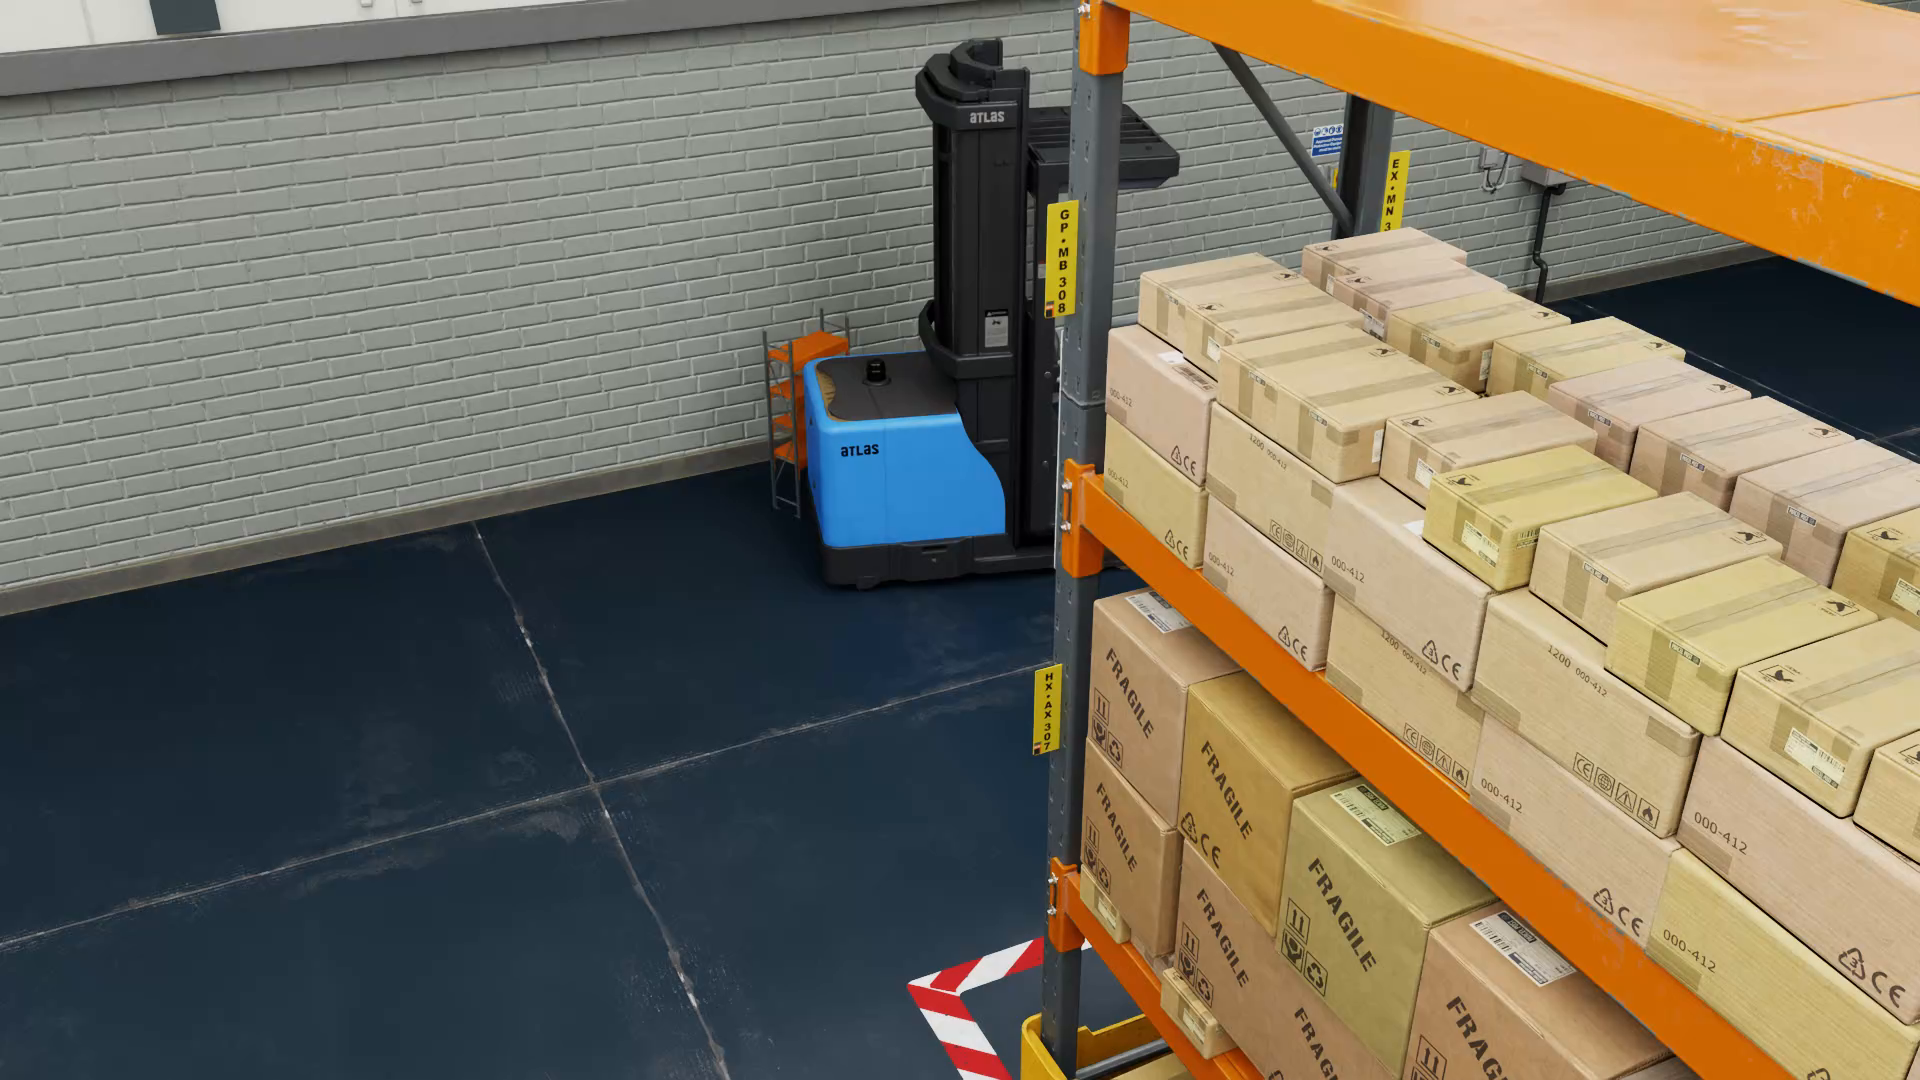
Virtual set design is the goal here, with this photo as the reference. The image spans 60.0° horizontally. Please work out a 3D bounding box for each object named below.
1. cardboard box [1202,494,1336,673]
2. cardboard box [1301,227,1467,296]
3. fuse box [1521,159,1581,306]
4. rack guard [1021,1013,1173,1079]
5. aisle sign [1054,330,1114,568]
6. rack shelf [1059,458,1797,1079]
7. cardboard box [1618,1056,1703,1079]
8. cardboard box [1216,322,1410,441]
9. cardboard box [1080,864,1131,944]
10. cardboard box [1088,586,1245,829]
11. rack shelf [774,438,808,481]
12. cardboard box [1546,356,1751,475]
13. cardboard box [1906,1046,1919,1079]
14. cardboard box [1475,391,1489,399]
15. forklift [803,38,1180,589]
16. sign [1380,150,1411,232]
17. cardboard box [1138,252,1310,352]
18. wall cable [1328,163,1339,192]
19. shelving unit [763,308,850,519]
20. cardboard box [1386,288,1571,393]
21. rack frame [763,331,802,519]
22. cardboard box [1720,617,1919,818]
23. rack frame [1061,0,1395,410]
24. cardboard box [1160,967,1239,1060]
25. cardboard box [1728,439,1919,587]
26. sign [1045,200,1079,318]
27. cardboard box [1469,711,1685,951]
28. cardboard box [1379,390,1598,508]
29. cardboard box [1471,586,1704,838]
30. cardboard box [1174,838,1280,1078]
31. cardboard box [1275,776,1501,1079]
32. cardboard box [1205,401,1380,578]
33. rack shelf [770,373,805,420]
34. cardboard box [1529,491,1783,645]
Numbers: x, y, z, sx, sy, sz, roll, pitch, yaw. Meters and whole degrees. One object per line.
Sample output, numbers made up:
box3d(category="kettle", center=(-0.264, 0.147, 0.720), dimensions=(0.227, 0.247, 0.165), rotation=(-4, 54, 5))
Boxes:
box3d(category="cardboard box", center=(0.956, 0.049, 4.156), dimensions=(0.500, 0.250, 0.500), rotation=(-12, 31, -20))
box3d(category="cardboard box", center=(1.180, -0.744, 4.650), dimensions=(0.380, 0.149, 0.250), rotation=(-13, 32, -22))
box3d(category="fuse box", center=(4.717, -2.579, 13.072), dimensions=(0.539, 1.711, 0.414), rotation=(-13, 32, -22))
box3d(category="rack guard", center=(0.805, 1.930, 6.270), dimensions=(1.175, 0.500, 0.348), rotation=(-13, 32, -22))
box3d(category="aisle sign", center=(0.470, -0.297, 5.028), dimensions=(0.394, 0.787, 0.004), rotation=(-13, 32, -22))
box3d(category="rack shelf", center=(1.631, 0.695, 3.586), dimensions=(1.077, 0.370, 4.000), rotation=(-13, 32, -22))
box3d(category="cardboard box", center=(1.609, 1.356, 3.309), dimensions=(0.500, 0.500, 0.500), rotation=(-12, 32, -21))
box3d(category="cardboard box", center=(0.849, -0.386, 4.013), dimensions=(0.380, 0.149, 0.250), rotation=(-13, 32, -22))
box3d(category="cardboard box", center=(0.615, 1.127, 5.402), dimensions=(0.380, 0.149, 0.250), rotation=(-13, 32, -22))
box3d(category="cardboard box", center=(0.725, 0.451, 4.924), dimensions=(0.500, 0.500, 0.500), rotation=(-13, 32, -22))
box3d(category="rack shelf", center=(-0.936, -0.557, 10.533), dimensions=(0.258, 0.148, 0.480), rotation=(23, 36, 34))
box3d(category="cardboard box", center=(1.574, -0.283, 3.828), dimensions=(0.380, 0.149, 0.250), rotation=(-14, 32, -23))
box3d(category="cardboard box", center=(1.831, 0.947, 2.554), dimensions=(0.500, 0.250, 0.500), rotation=(-13, 32, -22))
box3d(category="cardboard box", center=(1.420, -0.279, 4.230), dimensions=(0.500, 0.250, 0.500), rotation=(-14, 32, -23))
box3d(category="forklift", center=(0.614, -1.334, 9.606), dimensions=(3.031, 2.935, 1.130), rotation=(-5, 30, -9))
box3d(category="sign", center=(1.282, -0.996, 4.961), dimensions=(0.100, 0.325, 0.005), rotation=(-13, 32, -22))
box3d(category="cardboard box", center=(0.705, -0.638, 4.461), dimensions=(0.380, 0.149, 0.250), rotation=(-13, 32, -22))
box3d(category="wall cable", center=(2.757, -3.221, 11.829), dimensions=(0.585, 1.953, 0.123), rotation=(-13, 32, -22))
box3d(category="shelving unit", center=(-0.935, -0.789, 10.402), dimensions=(0.258, 1.200, 0.503), rotation=(23, 36, 34))
box3d(category="cardboard box", center=(1.308, -0.501, 4.217), dimensions=(0.380, 0.149, 0.250), rotation=(-14, 32, -23))
box3d(category="rack frame", center=(-1.093, -0.698, 10.240), dimensions=(0.240, 1.200, 0.015), rotation=(23, 36, 34))
box3d(category="cardboard box", center=(1.529, 0.291, 2.804), dimensions=(0.380, 0.149, 0.250), rotation=(-13, 32, -22))
box3d(category="rack frame", center=(0.772, -1.811, 4.251), dimensions=(1.000, 3.000, 0.127), rotation=(-13, 32, -22))
box3d(category="cardboard box", center=(0.829, 1.361, 4.985), dimensions=(0.380, 0.149, 0.250), rotation=(-14, 32, -23))
box3d(category="cardboard box", center=(1.821, -0.059, 3.430), dimensions=(0.380, 0.149, 0.250), rotation=(-14, 32, -23))
box3d(category="sign", center=(0.282, -0.770, 4.568), dimensions=(0.100, 0.325, 0.005), rotation=(-13, 32, -22))
box3d(category="cardboard box", center=(1.401, 0.504, 3.344), dimensions=(0.500, 0.250, 0.500), rotation=(-13, 32, -22))
box3d(category="cardboard box", center=(1.159, -0.187, 3.658), dimensions=(0.380, 0.149, 0.250), rotation=(-12, 31, -21))
box3d(category="cardboard box", center=(1.375, 0.273, 3.245), dimensions=(0.500, 0.250, 0.500), rotation=(-14, 32, -24))
box3d(category="cardboard box", center=(0.968, 1.120, 4.752), dimensions=(0.500, 0.500, 0.500), rotation=(-13, 32, -22))
box3d(category="cardboard box", center=(1.150, 0.907, 4.111), dimensions=(0.500, 0.500, 0.500), rotation=(-14, 32, -23))
box3d(category="cardboard box", center=(0.951, -0.176, 4.046), dimensions=(0.500, 0.250, 0.500), rotation=(-13, 32, -23))
box3d(category="rack shelf", center=(-0.935, -0.925, 10.326), dimensions=(0.258, 0.148, 0.480), rotation=(23, 36, 34))
box3d(category="cardboard box", center=(1.345, 0.054, 3.227), dimensions=(0.380, 0.149, 0.250), rotation=(-12, 31, -20))
